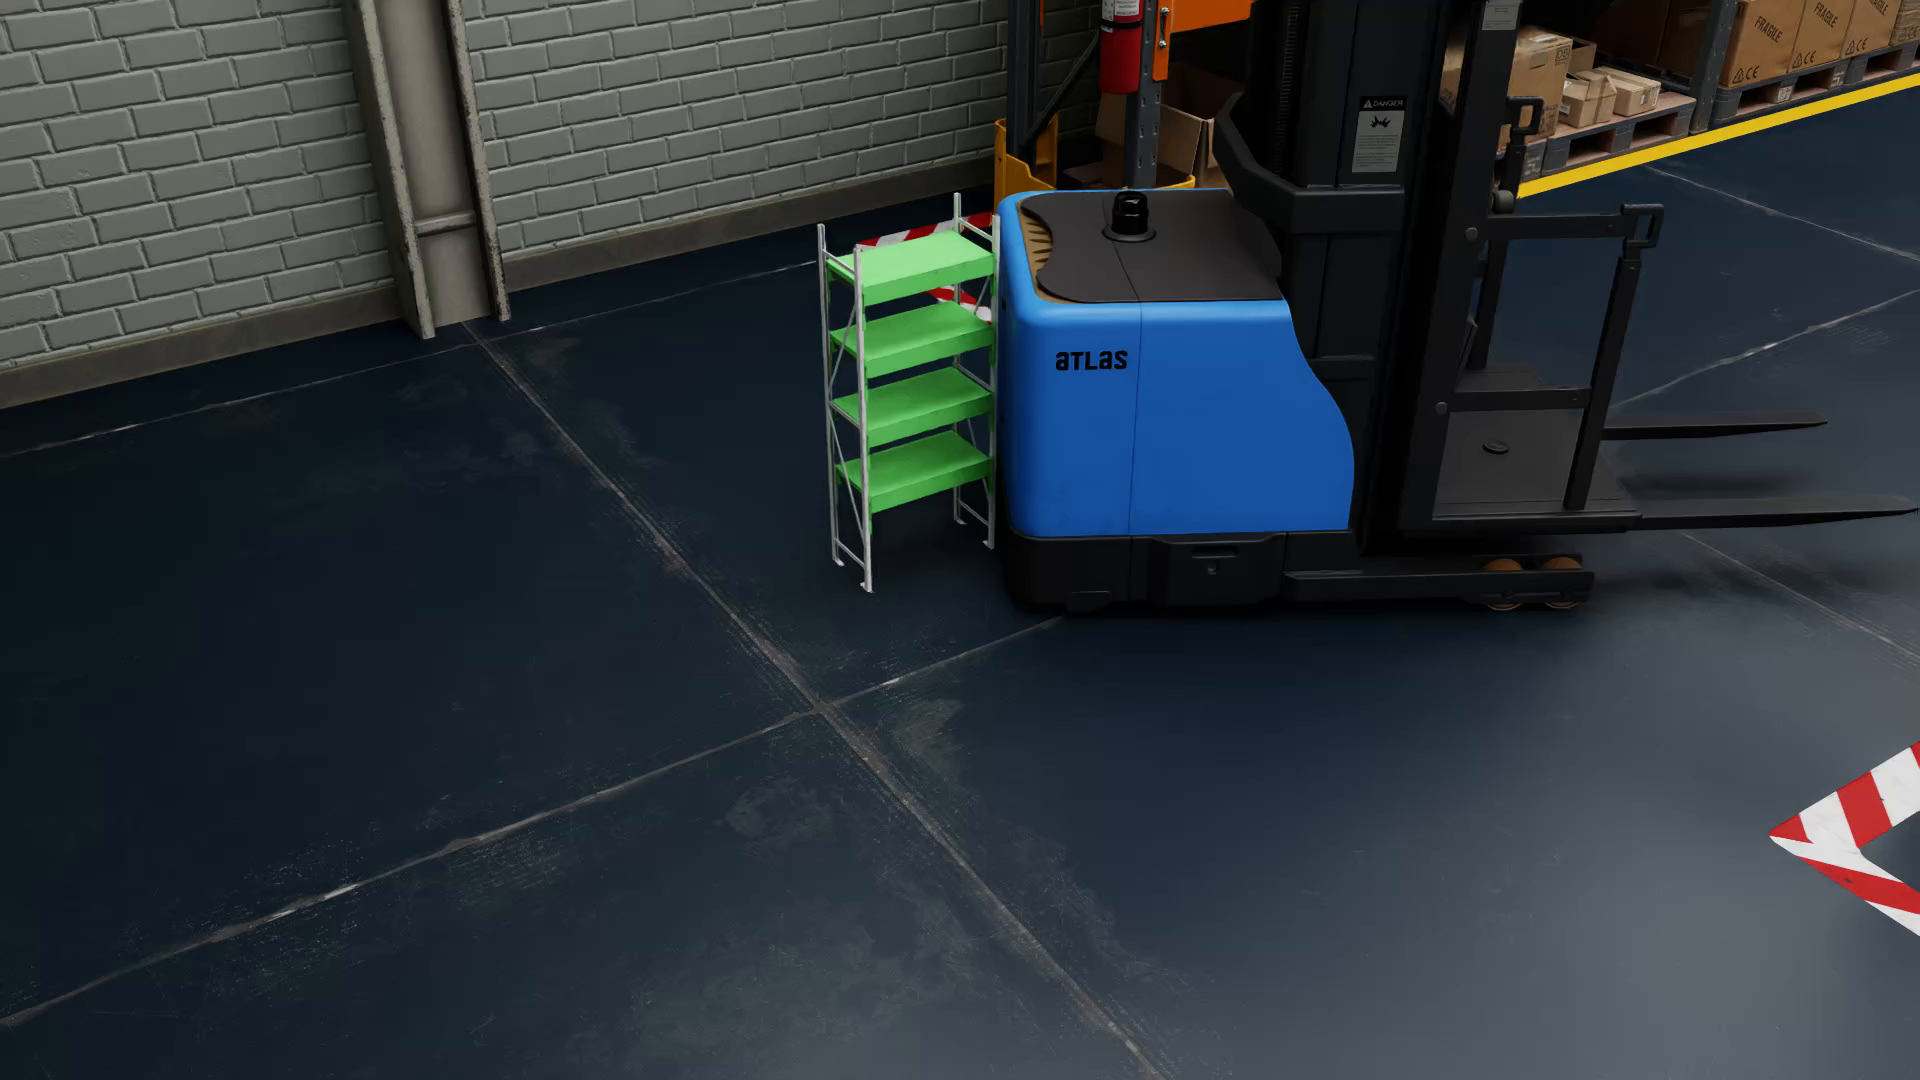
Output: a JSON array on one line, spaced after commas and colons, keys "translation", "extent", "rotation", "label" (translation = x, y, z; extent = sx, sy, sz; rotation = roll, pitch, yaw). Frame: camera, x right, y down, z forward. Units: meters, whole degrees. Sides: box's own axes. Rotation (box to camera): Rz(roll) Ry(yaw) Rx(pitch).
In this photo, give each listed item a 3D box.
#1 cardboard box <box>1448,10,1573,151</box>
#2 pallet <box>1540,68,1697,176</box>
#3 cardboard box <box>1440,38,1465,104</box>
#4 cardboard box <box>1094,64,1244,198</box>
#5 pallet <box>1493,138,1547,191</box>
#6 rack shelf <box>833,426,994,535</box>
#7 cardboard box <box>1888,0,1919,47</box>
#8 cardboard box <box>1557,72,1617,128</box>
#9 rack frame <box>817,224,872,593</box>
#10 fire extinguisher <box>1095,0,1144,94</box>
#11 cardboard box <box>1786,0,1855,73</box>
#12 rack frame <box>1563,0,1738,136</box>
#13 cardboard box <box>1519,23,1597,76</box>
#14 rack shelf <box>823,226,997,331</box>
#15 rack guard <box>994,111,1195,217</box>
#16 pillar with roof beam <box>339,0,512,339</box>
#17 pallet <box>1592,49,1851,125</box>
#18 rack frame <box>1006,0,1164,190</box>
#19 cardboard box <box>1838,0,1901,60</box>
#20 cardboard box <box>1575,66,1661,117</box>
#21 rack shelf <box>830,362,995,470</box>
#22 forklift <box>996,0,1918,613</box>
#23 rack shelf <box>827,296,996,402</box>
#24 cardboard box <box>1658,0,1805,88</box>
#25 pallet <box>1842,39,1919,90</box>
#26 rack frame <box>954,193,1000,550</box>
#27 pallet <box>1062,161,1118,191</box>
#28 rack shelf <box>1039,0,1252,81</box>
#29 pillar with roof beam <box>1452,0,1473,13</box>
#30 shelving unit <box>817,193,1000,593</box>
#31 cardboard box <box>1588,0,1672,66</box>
[{"translation": [2.718, -2.411, 8.710], "extent": [0.500, 0.500, 0.700], "rotation": [-20, 38, -29], "label": "cardboard box"}, {"translation": [3.324, -2.405, 9.365], "extent": [1.213, 0.211, 1.003], "rotation": [-19, 37, -27], "label": "pallet"}, {"translation": [2.344, -2.219, 8.405], "extent": [0.500, 0.500, 0.500], "rotation": [-18, 37, -26], "label": "cardboard box"}, {"translation": [1.106, -1.883, 7.869], "extent": [0.637, 0.503, 0.797], "rotation": [-21, 38, -29], "label": "cardboard box"}, {"translation": [2.298, -2.050, 8.803], "extent": [1.213, 0.211, 1.003], "rotation": [-19, 37, -27], "label": "pallet"}, {"translation": [-0.156, -0.203, 5.515], "extent": [0.480, 0.148, 0.258], "rotation": [-19, 37, -27], "label": "rack shelf"}, {"translation": [5.734, -3.390, 10.262], "extent": [0.500, 0.500, 0.500], "rotation": [-20, 38, -29], "label": "cardboard box"}, {"translation": [3.293, -2.408, 8.925], "extent": [0.258, 0.266, 0.396], "rotation": [-18, 36, -26], "label": "cardboard box"}, {"translation": [-0.360, -0.390, 5.241], "extent": [0.015, 1.200, 0.240], "rotation": [-19, 37, -27], "label": "rack frame"}, {"translation": [0.667, -2.186, 6.826], "extent": [0.183, 0.674, 0.296], "rotation": [-19, 37, -27], "label": "fire extinguisher"}, {"translation": [4.873, -3.100, 9.803], "extent": [0.500, 0.500, 0.500], "rotation": [-19, 37, -28], "label": "cardboard box"}, {"translation": [3.902, -3.783, 8.935], "extent": [0.127, 3.000, 1.000], "rotation": [-19, 37, -27], "label": "rack frame"}, {"translation": [3.219, -2.738, 9.406], "extent": [0.500, 0.311, 0.500], "rotation": [-18, 36, -26], "label": "cardboard box"}, {"translation": [-0.154, -0.812, 5.132], "extent": [0.480, 0.148, 0.258], "rotation": [-19, 37, -27], "label": "rack shelf"}, {"translation": [0.604, -1.591, 7.804], "extent": [0.348, 0.500, 1.175], "rotation": [-19, 37, -27], "label": "rack guard"}, {"translation": [0.118, -2.858, 1.846], "extent": [0.400, 9.000, 9.100], "rotation": [-19, 37, -27], "label": "pillar with roof beam"}, {"translation": [4.565, -2.855, 10.079], "extent": [1.213, 0.211, 1.003], "rotation": [-19, 37, -27], "label": "pallet"}, {"translation": [0.540, -2.627, 7.102], "extent": [0.127, 3.000, 1.000], "rotation": [-19, 37, -27], "label": "rack frame"}, {"translation": [5.295, -3.243, 10.028], "extent": [0.500, 0.500, 0.500], "rotation": [-20, 37, -29], "label": "cardboard box"}, {"translation": [3.593, -2.462, 9.120], "extent": [0.250, 0.149, 0.380], "rotation": [-20, 37, -29], "label": "cardboard box"}, {"translation": [-0.155, -0.406, 5.387], "extent": [0.480, 0.148, 0.258], "rotation": [-19, 37, -27], "label": "rack shelf"}, {"translation": [1.643, -1.293, 5.052], "extent": [3.031, 2.935, 1.130], "rotation": [-2, 32, -2], "label": "forklift"}, {"translation": [-0.155, -0.609, 5.260], "extent": [0.480, 0.148, 0.258], "rotation": [-19, 37, -27], "label": "rack shelf"}, {"translation": [4.431, -2.942, 9.552], "extent": [0.500, 0.500, 0.500], "rotation": [-17, 36, -25], "label": "cardboard box"}, {"translation": [5.592, -3.210, 10.641], "extent": [1.213, 0.211, 1.003], "rotation": [-19, 37, -27], "label": "pallet"}, {"translation": [0.050, -0.530, 5.465], "extent": [0.015, 1.200, 0.240], "rotation": [-19, 37, -27], "label": "rack frame"}, {"translation": [1.274, -1.700, 8.247], "extent": [1.213, 0.211, 1.003], "rotation": [-19, 37, -27], "label": "pallet"}, {"translation": [2.221, -2.900, 8.211], "extent": [4.000, 0.370, 1.077], "rotation": [-19, 37, -27], "label": "rack shelf"}, {"translation": [5.161, -4.593, 4.596], "extent": [0.400, 9.000, 9.100], "rotation": [-19, 37, -27], "label": "pillar with roof beam"}, {"translation": [-0.155, -0.460, 5.353], "extent": [0.503, 1.200, 0.258], "rotation": [-19, 37, -27], "label": "shelving unit"}, {"translation": [4.155, -3.178, 9.925], "extent": [0.500, 0.500, 0.500], "rotation": [-19, 37, -27], "label": "cardboard box"}]
